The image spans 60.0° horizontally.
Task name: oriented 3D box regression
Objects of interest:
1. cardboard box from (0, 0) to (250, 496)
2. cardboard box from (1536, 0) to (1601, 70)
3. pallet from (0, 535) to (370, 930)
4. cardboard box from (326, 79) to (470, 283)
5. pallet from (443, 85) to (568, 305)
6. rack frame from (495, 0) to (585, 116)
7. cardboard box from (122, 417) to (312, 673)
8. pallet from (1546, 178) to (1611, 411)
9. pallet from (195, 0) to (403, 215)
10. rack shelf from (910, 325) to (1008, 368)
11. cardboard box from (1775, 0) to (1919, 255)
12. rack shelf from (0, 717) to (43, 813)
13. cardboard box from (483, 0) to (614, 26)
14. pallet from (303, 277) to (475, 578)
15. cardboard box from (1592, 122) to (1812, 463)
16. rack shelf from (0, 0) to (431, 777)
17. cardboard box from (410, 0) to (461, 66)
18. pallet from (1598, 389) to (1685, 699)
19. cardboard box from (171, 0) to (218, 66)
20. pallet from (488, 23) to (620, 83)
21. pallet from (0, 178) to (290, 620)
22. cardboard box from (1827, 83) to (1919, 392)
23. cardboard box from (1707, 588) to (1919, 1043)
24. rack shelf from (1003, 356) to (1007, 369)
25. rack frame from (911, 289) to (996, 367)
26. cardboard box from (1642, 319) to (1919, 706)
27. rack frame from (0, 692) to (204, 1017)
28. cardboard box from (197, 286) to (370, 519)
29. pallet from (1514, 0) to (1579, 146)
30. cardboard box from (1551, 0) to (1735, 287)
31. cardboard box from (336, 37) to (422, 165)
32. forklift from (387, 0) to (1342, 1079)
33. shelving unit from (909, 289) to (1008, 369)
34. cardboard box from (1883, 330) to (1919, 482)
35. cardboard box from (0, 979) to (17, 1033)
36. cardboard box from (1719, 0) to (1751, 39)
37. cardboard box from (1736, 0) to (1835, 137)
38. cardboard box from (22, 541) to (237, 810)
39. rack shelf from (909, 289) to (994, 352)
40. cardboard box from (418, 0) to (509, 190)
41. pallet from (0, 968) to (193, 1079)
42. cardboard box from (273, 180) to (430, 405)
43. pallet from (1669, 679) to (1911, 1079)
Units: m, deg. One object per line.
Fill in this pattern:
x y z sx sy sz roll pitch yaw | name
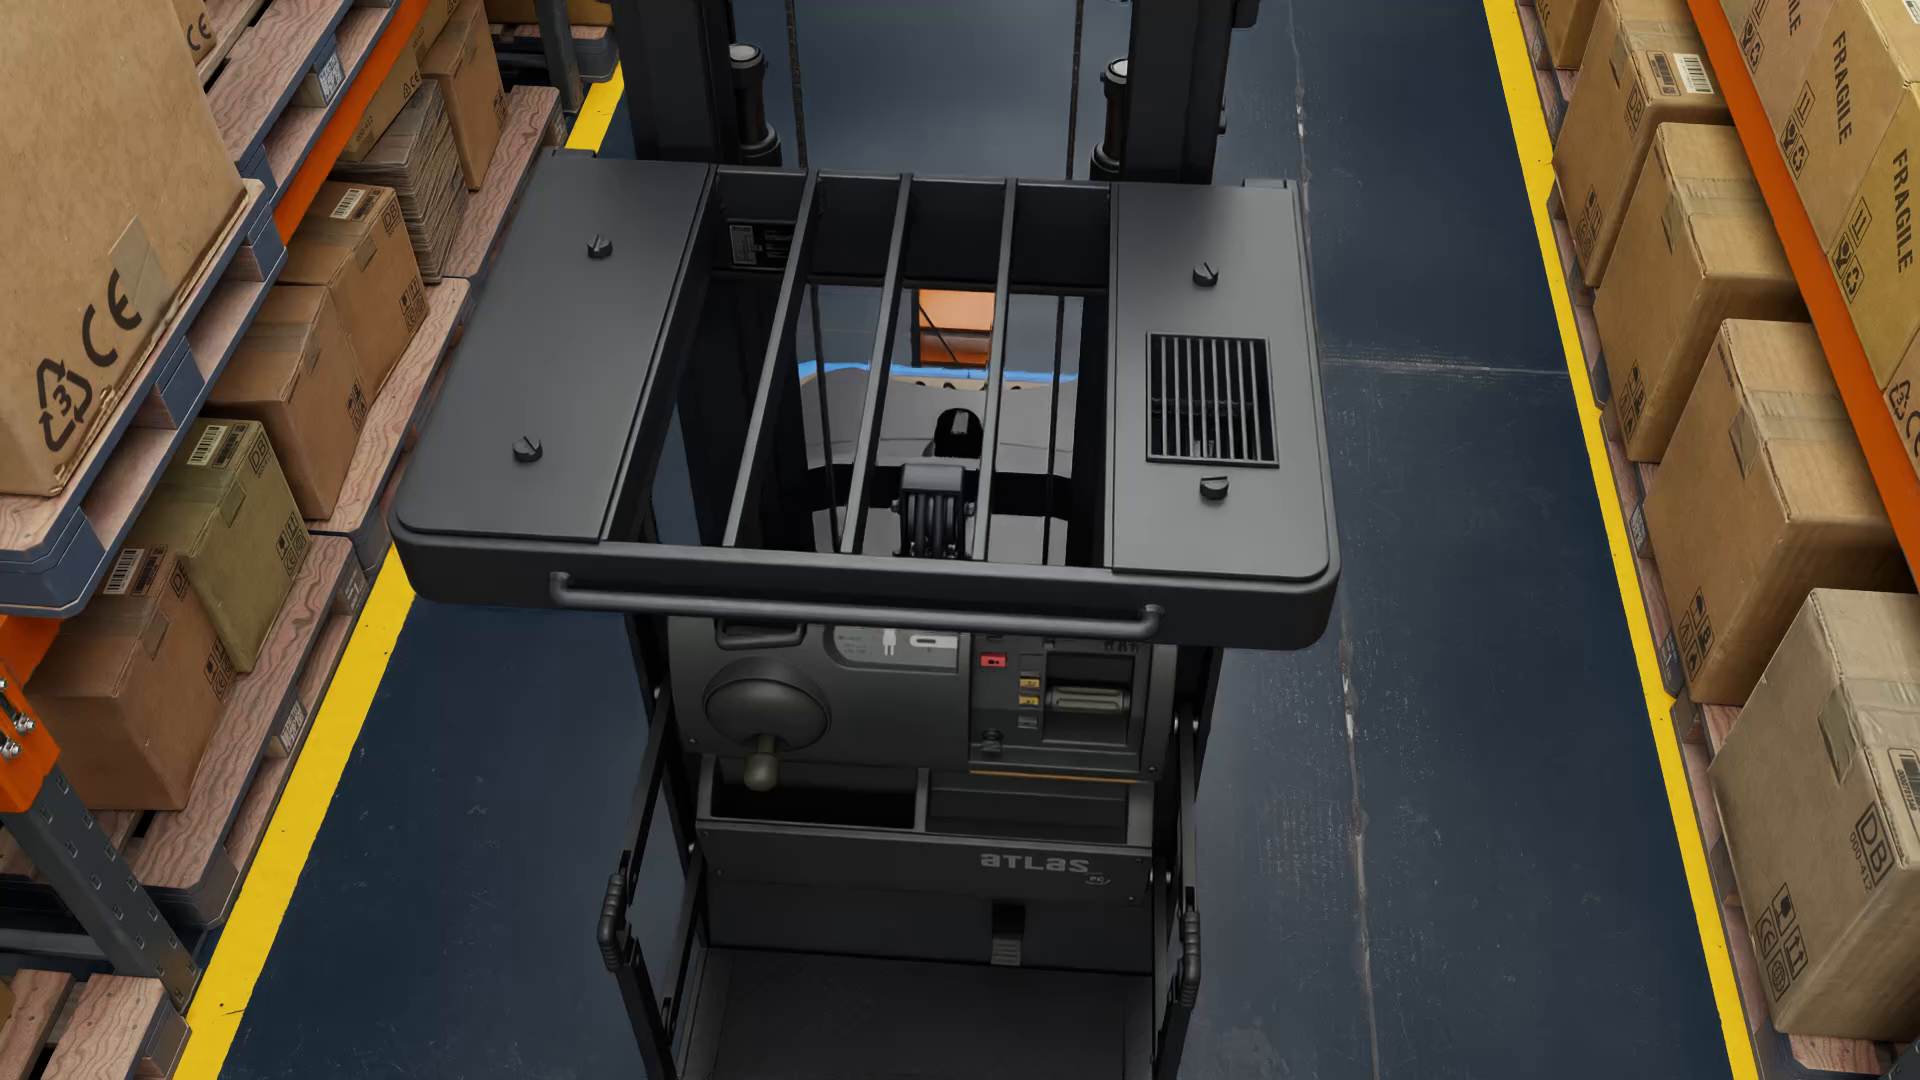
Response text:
-2.221 -0.817 3.273 1.000 1.000 1.000 4 48 4 | cardboard box
2.662 -2.229 6.665 0.500 0.500 0.500 4 48 3 | cardboard box
-2.363 0.471 4.676 1.003 0.211 1.213 4 48 4 | pallet
-2.147 -1.240 5.747 0.700 0.500 0.500 0 48 0 | cardboard box
-2.140 -1.322 6.316 1.003 0.211 1.213 4 48 4 | pallet
-2.068 -2.837 5.812 1.000 3.000 0.127 4 48 4 | rack frame
-2.293 -0.002 4.615 0.700 0.500 0.500 4 48 3 | cardboard box
2.715 -0.914 5.943 1.003 0.211 1.213 4 48 4 | pallet
-2.207 -1.315 4.550 1.003 0.211 1.213 4 48 4 | pallet
-0.001 -0.526 4.653 0.258 0.103 0.180 4 48 4 | rack shelf
2.415 -1.041 4.102 0.500 0.500 0.500 3 48 3 | cardboard box
-2.615 1.815 2.045 1.077 0.370 4.000 4 48 4 | rack shelf
-1.984 -2.768 6.904 1.225 0.875 0.875 2 48 2 | cardboard box
-2.254 -0.428 5.498 1.003 0.211 1.213 4 48 4 | pallet
2.641 -0.728 5.123 1.050 0.750 0.750 5 48 4 | cardboard box
-2.250 -1.125 4.734 1.077 0.370 4.000 4 48 4 | rack shelf
-2.099 -1.901 5.843 0.500 0.250 0.500 6 48 5 | cardboard box
2.602 -0.020 5.125 1.003 0.211 1.213 4 48 4 | pallet
-2.366 -1.355 4.102 0.797 0.503 0.637 8 48 8 | cardboard box
-1.921 -2.470 7.366 1.003 0.211 1.213 4 48 4 | pallet
-2.218 -0.385 3.699 1.003 0.211 1.213 4 48 4 | pallet
2.371 -0.668 3.760 0.500 0.500 0.500 4 48 4 | cardboard box
2.465 0.665 3.849 1.050 0.750 0.750 4 48 3 | cardboard box
-0.001 -0.445 4.742 0.258 0.103 0.180 4 48 4 | rack shelf
-0.010 -0.327 4.736 0.240 1.200 0.006 4 48 4 | rack frame
2.556 -0.043 4.497 1.050 0.750 0.750 4 48 4 | cardboard box
-2.432 0.102 3.124 1.000 3.000 0.127 4 48 4 | rack frame
-2.242 -0.413 4.991 0.700 0.500 0.500 0 48 0 | cardboard box
2.935 -2.062 6.993 1.003 0.211 1.213 4 48 4 | pallet
2.717 -1.371 5.711 1.050 0.750 0.750 3 48 3 | cardboard box
-2.137 -1.510 5.486 0.500 0.250 0.500 9 48 8 | cardboard box
-0.085 0.382 2.914 1.130 2.935 3.031 3 48 3 | forklift
-0.001 -0.394 4.798 0.258 1.200 0.189 4 48 4 | shelving unit
2.325 -0.297 3.421 0.500 0.500 0.500 3 48 3 | cardboard box
-2.509 1.095 3.625 0.500 0.500 0.500 3 48 2 | cardboard box
2.509 -1.778 4.775 0.500 0.500 0.500 3 48 3 | cardboard box
2.463 -1.407 4.436 0.500 0.500 0.500 4 48 3 | cardboard box
-2.355 0.347 4.295 0.700 0.500 0.500 1 48 1 | cardboard box
-0.001 -0.607 4.565 0.258 0.103 0.180 4 48 4 | rack shelf
-2.109 -1.648 6.121 0.700 0.500 0.500 2 48 1 | cardboard box
-2.458 1.539 3.699 1.003 0.211 1.213 4 48 4 | pallet
-2.192 -0.823 5.366 0.700 0.500 0.500 7 48 7 | cardboard box
2.493 0.879 4.303 1.003 0.211 1.213 4 48 4 | pallet
